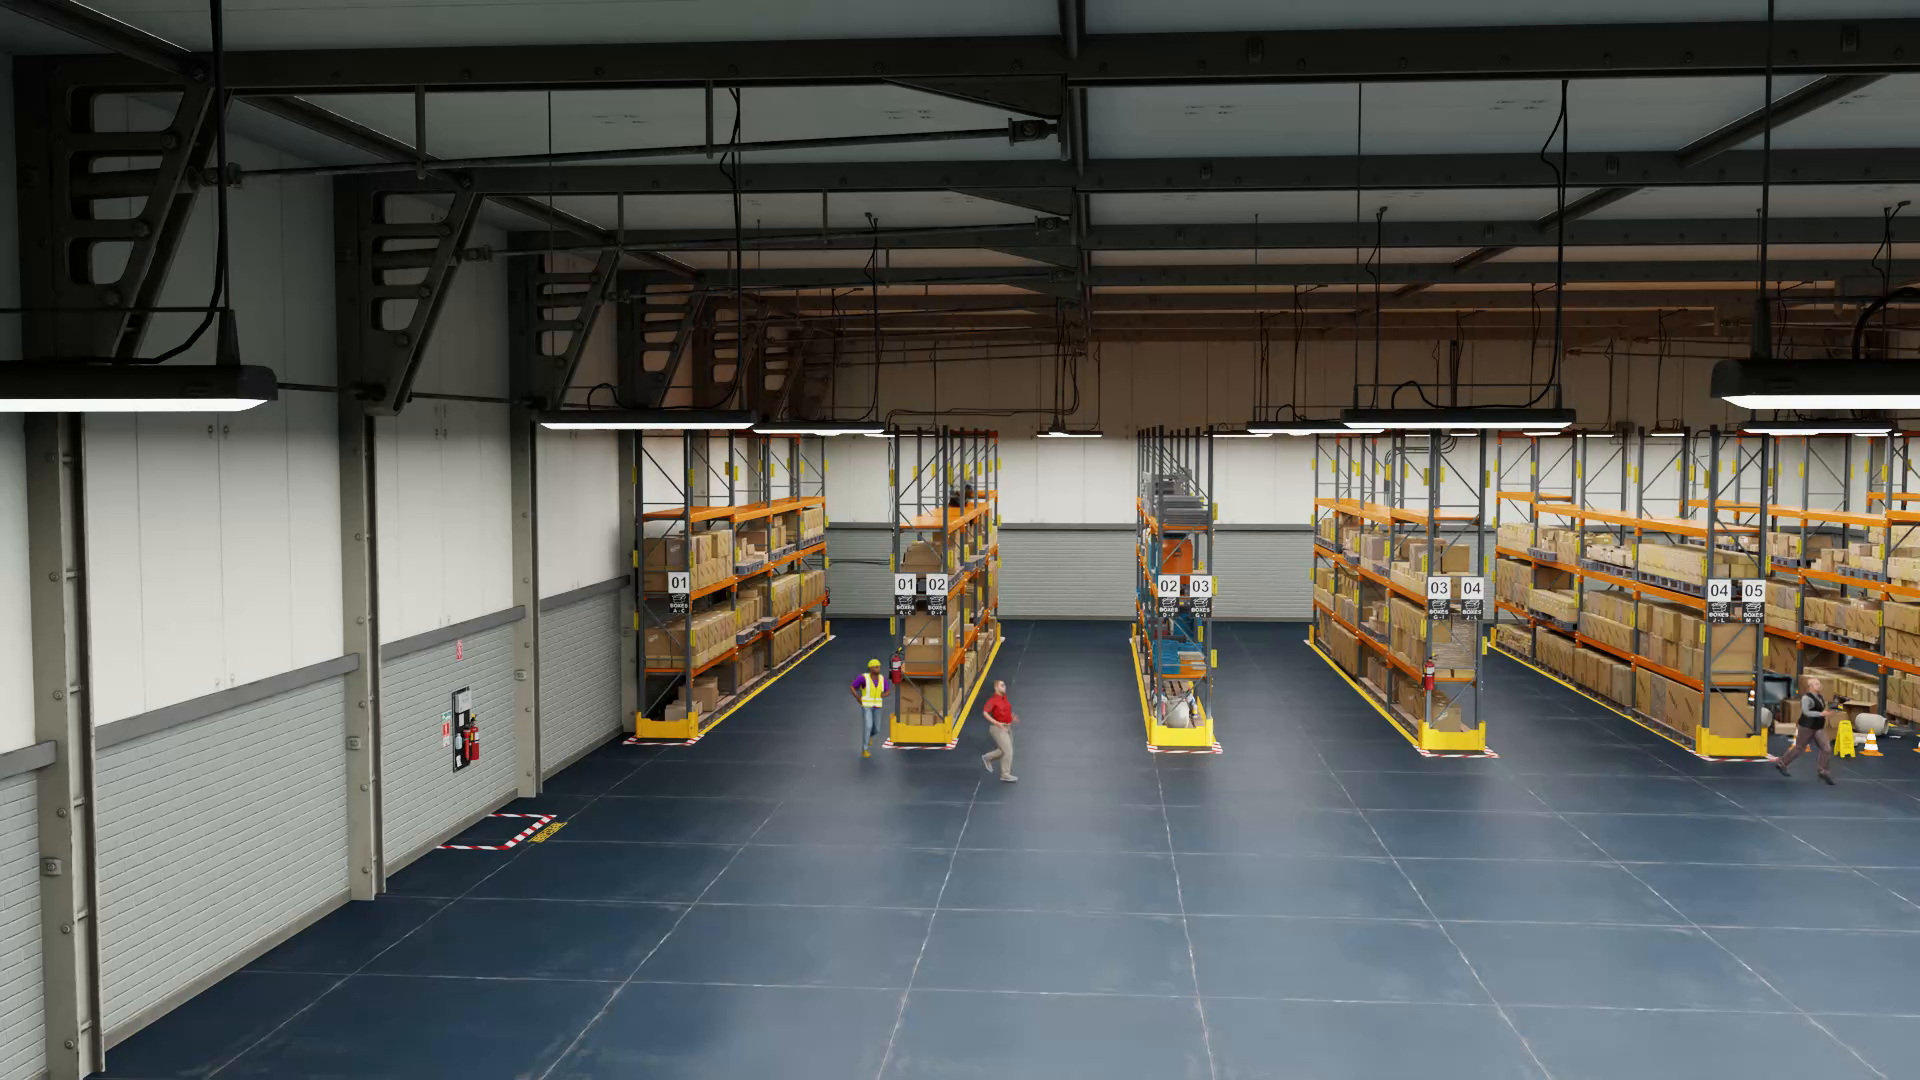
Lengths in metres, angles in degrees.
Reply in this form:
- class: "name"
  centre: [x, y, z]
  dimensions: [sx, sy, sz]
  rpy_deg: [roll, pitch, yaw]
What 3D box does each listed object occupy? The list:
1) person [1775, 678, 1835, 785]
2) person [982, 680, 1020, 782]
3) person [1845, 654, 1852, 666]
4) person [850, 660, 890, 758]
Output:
- class: "person"
  centre: [14.217, 3.188, 27.887]
  dimensions: [0.663, 1.769, 0.908]
  rpy_deg: [-2, 4, -34]
- class: "person"
  centre: [0.652, 3.195, 28.001]
  dimensions: [0.751, 1.679, 0.670]
  rpy_deg: [2, 4, 29]
- class: "person"
  centre: [22.135, 2.405, 41.591]
  dimensions: [0.575, 1.634, 0.793]
  rpy_deg: [0, 3, -4]
- class: "person"
  centre: [-1.607, 3.050, 30.460]
  dimensions: [0.731, 1.728, 0.855]
  rpy_deg: [-2, 4, -28]
